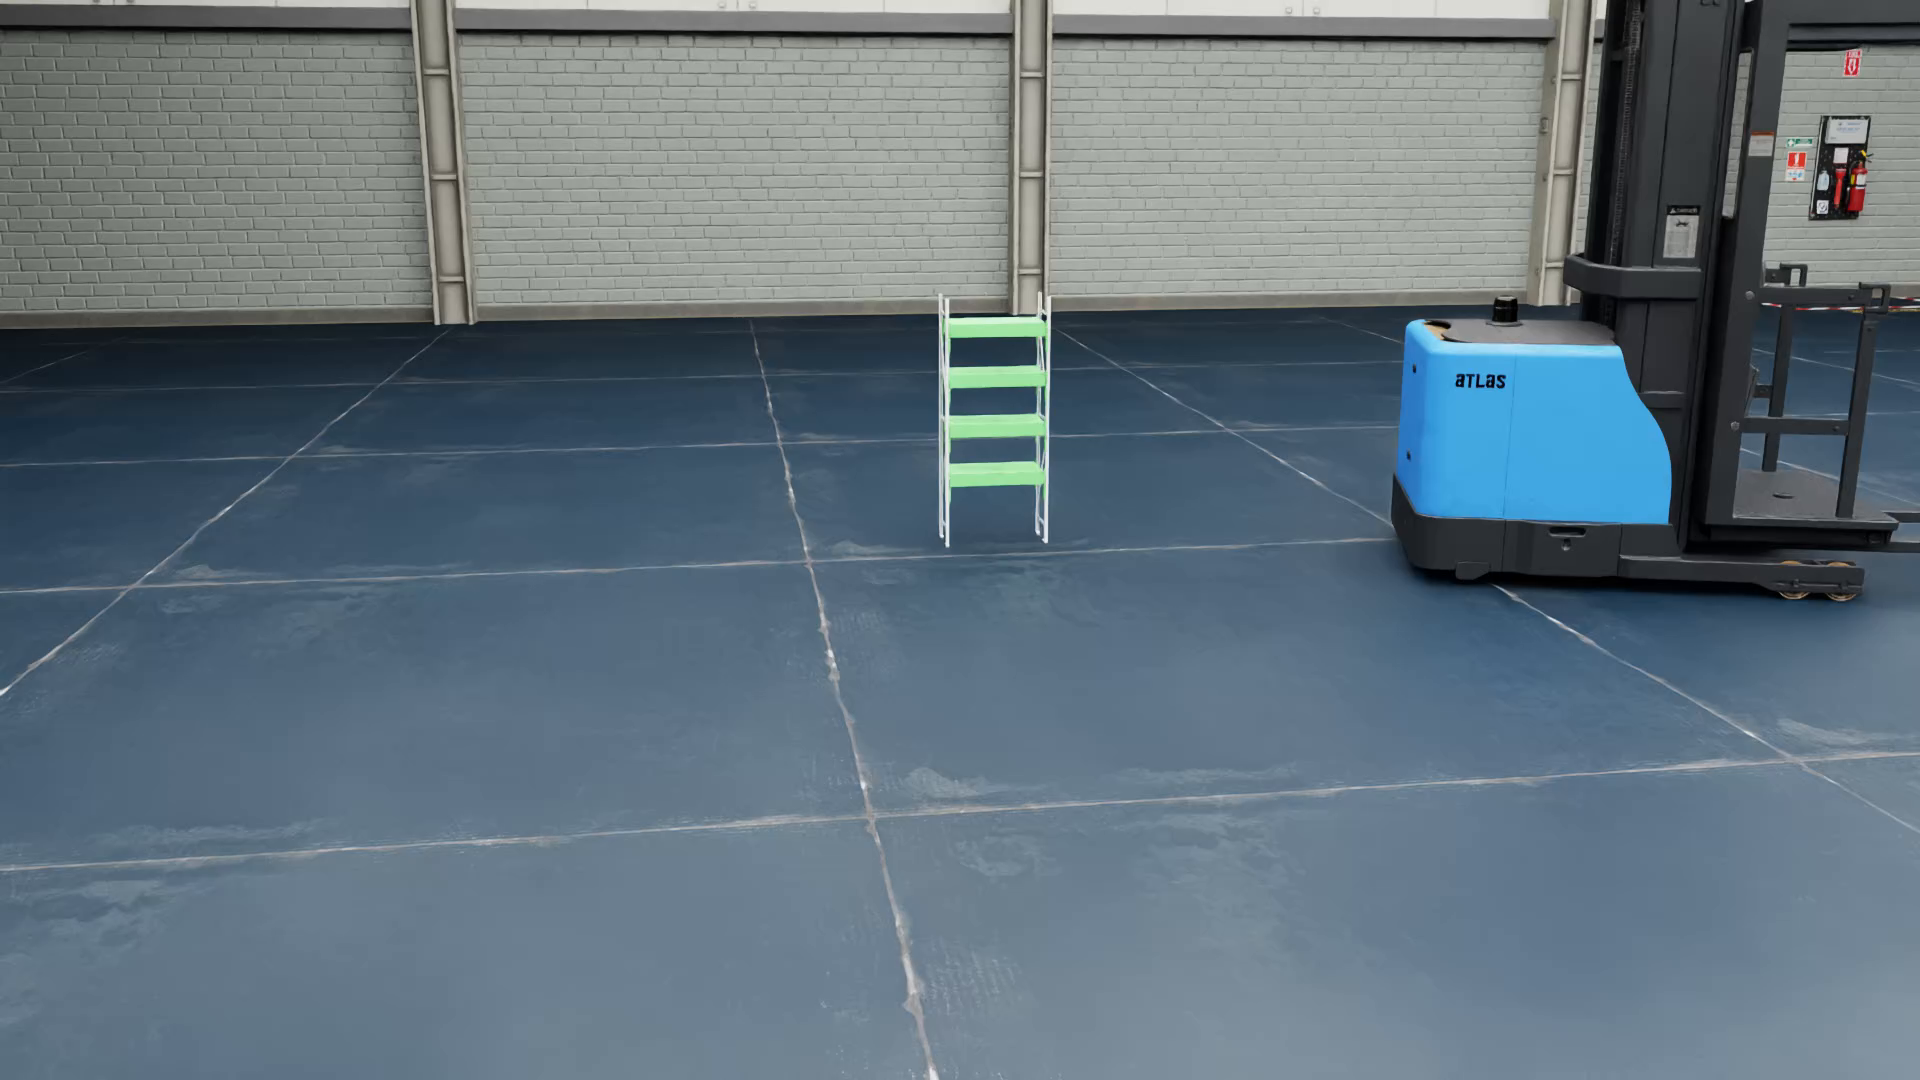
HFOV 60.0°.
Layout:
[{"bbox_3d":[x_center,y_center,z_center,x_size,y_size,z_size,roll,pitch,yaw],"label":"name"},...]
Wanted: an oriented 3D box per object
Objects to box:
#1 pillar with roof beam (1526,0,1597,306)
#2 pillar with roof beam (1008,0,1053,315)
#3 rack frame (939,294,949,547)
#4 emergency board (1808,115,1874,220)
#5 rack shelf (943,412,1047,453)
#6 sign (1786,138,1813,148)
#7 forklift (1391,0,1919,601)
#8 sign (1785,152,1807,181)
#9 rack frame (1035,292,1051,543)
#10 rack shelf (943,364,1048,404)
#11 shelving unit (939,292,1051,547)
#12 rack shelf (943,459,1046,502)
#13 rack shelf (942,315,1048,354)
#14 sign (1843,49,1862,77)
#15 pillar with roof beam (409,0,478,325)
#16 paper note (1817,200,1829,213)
[{"bbox_3d":[7.313,-6.004,13.661,0.400,9.000,9.100,-2,14,-8],"label":"pillar with roof beam"},{"bbox_3d":[1.380,-5.786,12.794,0.400,9.000,9.100,-2,14,-8],"label":"pillar with roof beam"},{"bbox_3d":[-0.078,-0.579,8.065,0.015,1.200,0.240,-2,14,-8],"label":"rack frame"},{"bbox_3d":[10.155,-4.266,19.067,0.643,1.169,0.194,-2,14,-8],"label":"emergency board"},{"bbox_3d":[0.164,-0.526,8.115,0.480,0.148,0.258,-2,14,-8],"label":"rack shelf"},{"bbox_3d":[9.599,-4.543,19.009,0.331,0.109,0.001,-2,14,-8],"label":"sign"},{"bbox_3d":[3.594,-1.296,7.365,3.031,2.935,1.130,2,14,8],"label":"forklift"},{"bbox_3d":[9.593,-4.288,19.081,0.234,0.329,0.001,-2,14,-8],"label":"sign"},{"bbox_3d":[0.405,-0.597,8.135,0.015,1.200,0.240,-2,14,-8],"label":"rack frame"},{"bbox_3d":[0.164,-0.759,8.057,0.480,0.148,0.258,-2,14,-8],"label":"rack shelf"},{"bbox_3d":[0.164,-0.588,8.100,0.503,1.200,0.258,-2,14,-8],"label":"shelving unit"},{"bbox_3d":[0.164,-0.293,8.174,0.480,0.148,0.258,-2,14,-8],"label":"rack shelf"},{"bbox_3d":[0.164,-0.992,7.999,0.480,0.148,0.258,-2,14,-8],"label":"rack shelf"},{"bbox_3d":[10.133,-5.414,18.879,0.199,0.298,0.001,-2,14,-8],"label":"sign"},{"bbox_3d":[-4.553,-5.569,11.927,0.400,9.000,9.100,-2,14,-8],"label":"pillar with roof beam"},{"bbox_3d":[9.970,-3.849,19.215,0.142,0.148,0.016,-2,14,-8],"label":"paper note"}]
